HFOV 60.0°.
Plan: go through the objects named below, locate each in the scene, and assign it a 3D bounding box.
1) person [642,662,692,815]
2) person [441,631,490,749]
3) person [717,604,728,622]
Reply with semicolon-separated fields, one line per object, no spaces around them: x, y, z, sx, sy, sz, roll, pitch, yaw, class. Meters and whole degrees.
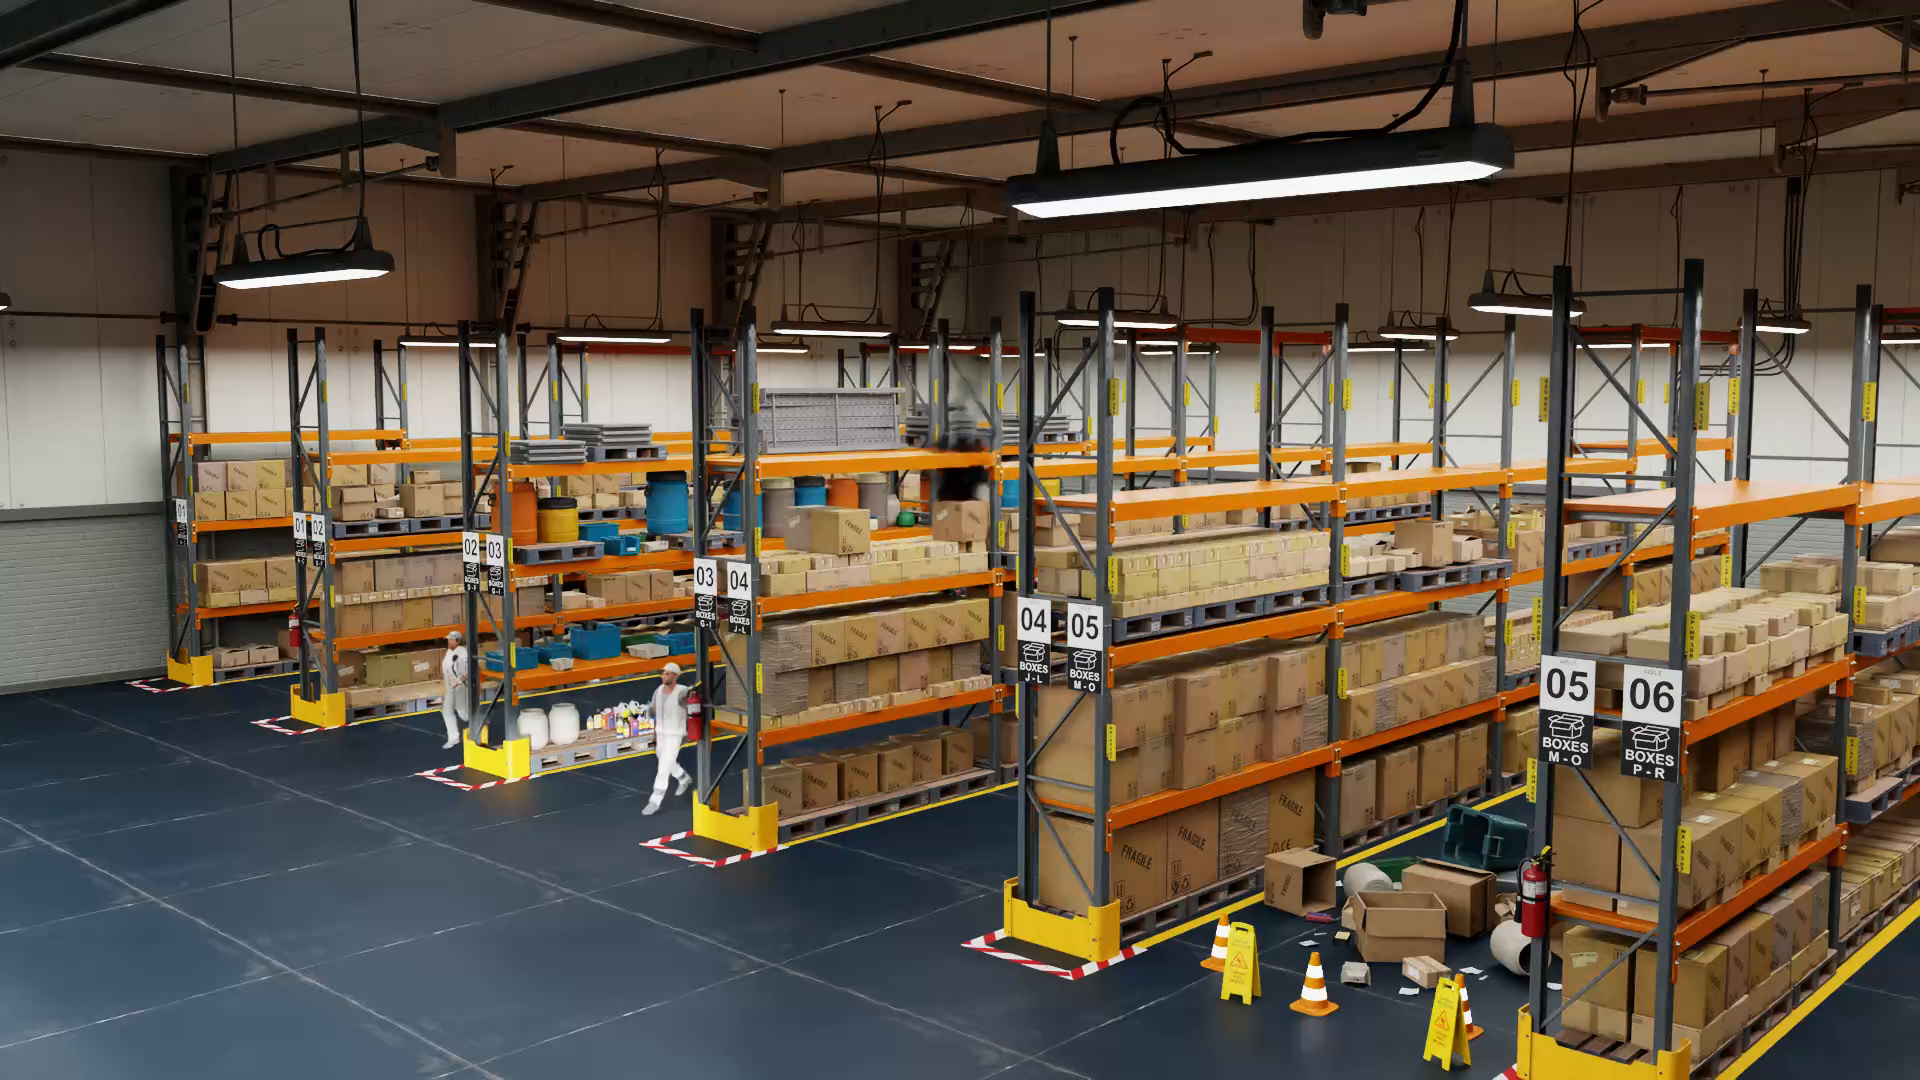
-3.547;2.367;20.187;0.674;1.744;1.064;4;6;33;person
-7.105;2.119;23.809;0.589;1.679;0.710;4;7;35;person
-4.665;1.158;33.327;0.718;1.746;0.833;4;7;38;person
